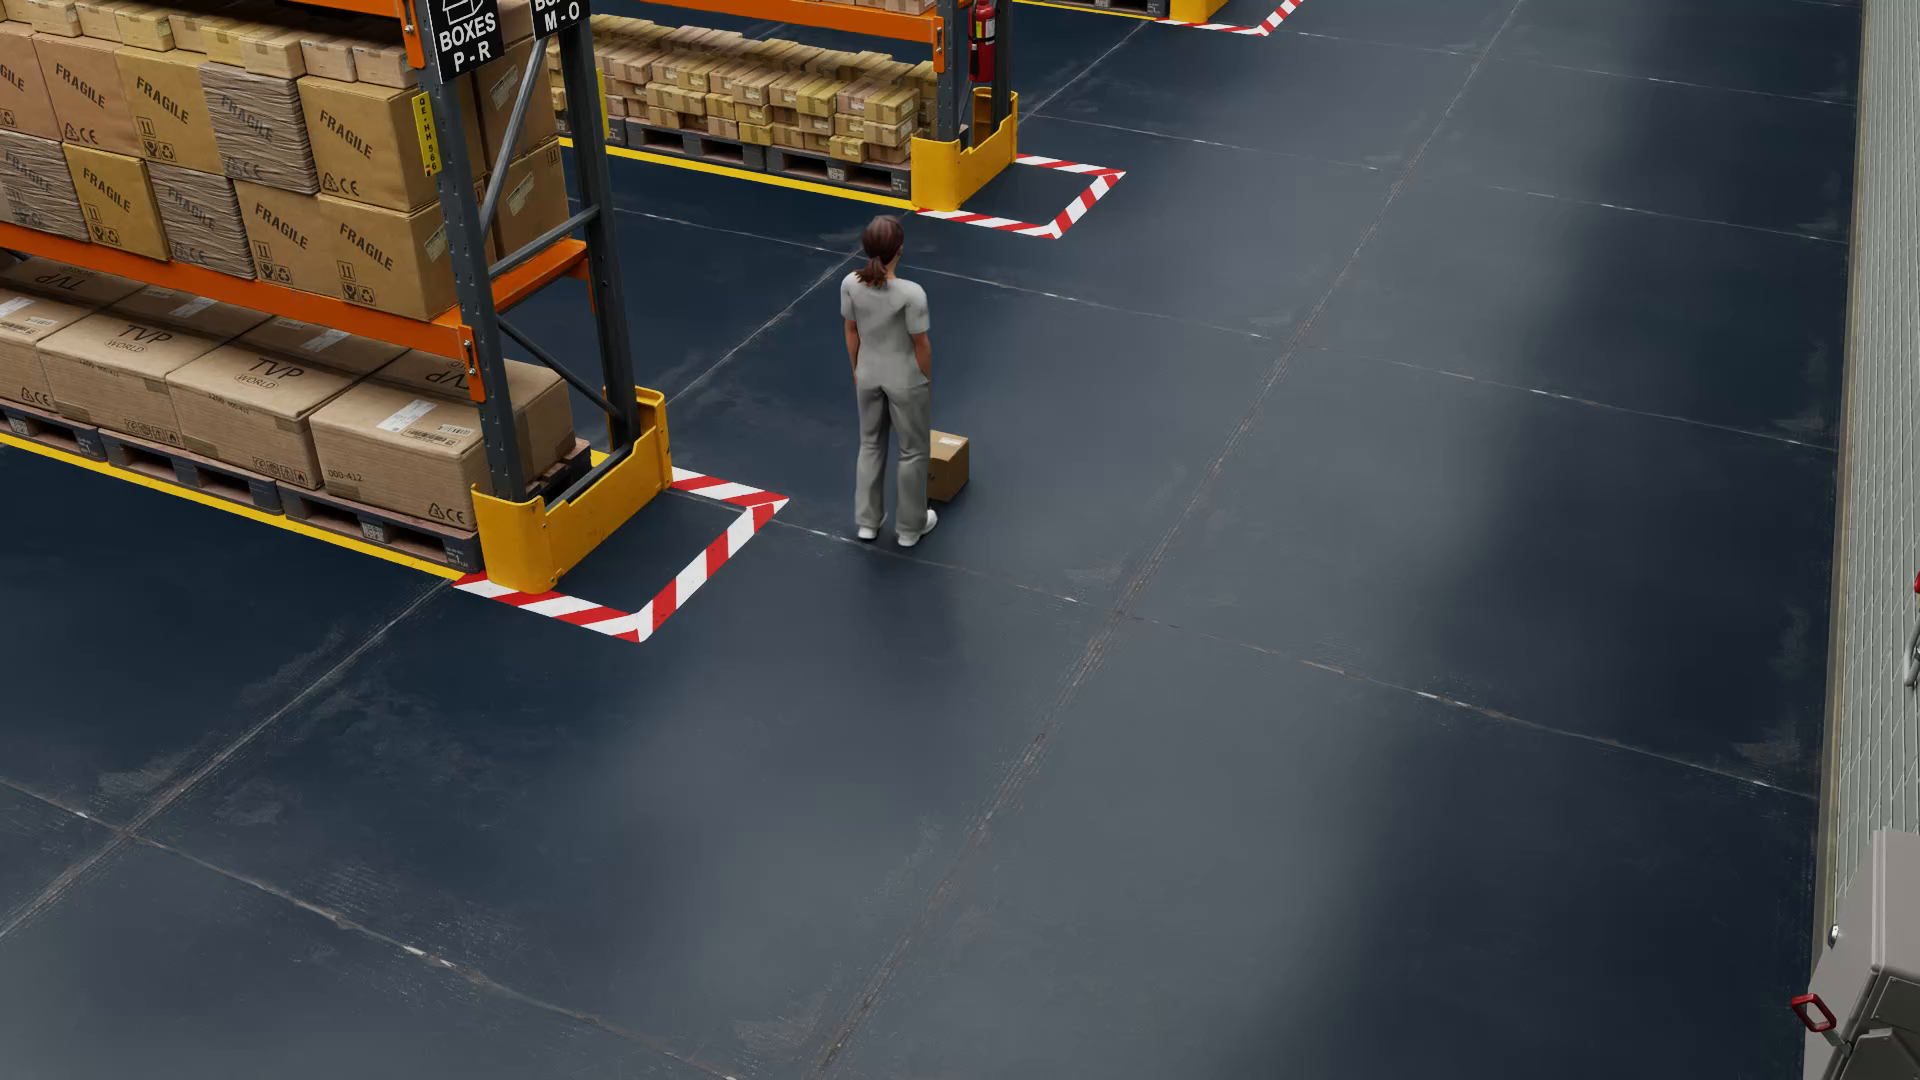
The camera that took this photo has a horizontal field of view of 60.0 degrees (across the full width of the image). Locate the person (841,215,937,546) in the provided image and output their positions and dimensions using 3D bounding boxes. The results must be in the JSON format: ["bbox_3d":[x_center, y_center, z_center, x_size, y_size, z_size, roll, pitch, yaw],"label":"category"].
[{"bbox_3d":[-0.329,-0.726,7.805,0.439,1.698,0.384,15,37,21],"label":"person"}]
